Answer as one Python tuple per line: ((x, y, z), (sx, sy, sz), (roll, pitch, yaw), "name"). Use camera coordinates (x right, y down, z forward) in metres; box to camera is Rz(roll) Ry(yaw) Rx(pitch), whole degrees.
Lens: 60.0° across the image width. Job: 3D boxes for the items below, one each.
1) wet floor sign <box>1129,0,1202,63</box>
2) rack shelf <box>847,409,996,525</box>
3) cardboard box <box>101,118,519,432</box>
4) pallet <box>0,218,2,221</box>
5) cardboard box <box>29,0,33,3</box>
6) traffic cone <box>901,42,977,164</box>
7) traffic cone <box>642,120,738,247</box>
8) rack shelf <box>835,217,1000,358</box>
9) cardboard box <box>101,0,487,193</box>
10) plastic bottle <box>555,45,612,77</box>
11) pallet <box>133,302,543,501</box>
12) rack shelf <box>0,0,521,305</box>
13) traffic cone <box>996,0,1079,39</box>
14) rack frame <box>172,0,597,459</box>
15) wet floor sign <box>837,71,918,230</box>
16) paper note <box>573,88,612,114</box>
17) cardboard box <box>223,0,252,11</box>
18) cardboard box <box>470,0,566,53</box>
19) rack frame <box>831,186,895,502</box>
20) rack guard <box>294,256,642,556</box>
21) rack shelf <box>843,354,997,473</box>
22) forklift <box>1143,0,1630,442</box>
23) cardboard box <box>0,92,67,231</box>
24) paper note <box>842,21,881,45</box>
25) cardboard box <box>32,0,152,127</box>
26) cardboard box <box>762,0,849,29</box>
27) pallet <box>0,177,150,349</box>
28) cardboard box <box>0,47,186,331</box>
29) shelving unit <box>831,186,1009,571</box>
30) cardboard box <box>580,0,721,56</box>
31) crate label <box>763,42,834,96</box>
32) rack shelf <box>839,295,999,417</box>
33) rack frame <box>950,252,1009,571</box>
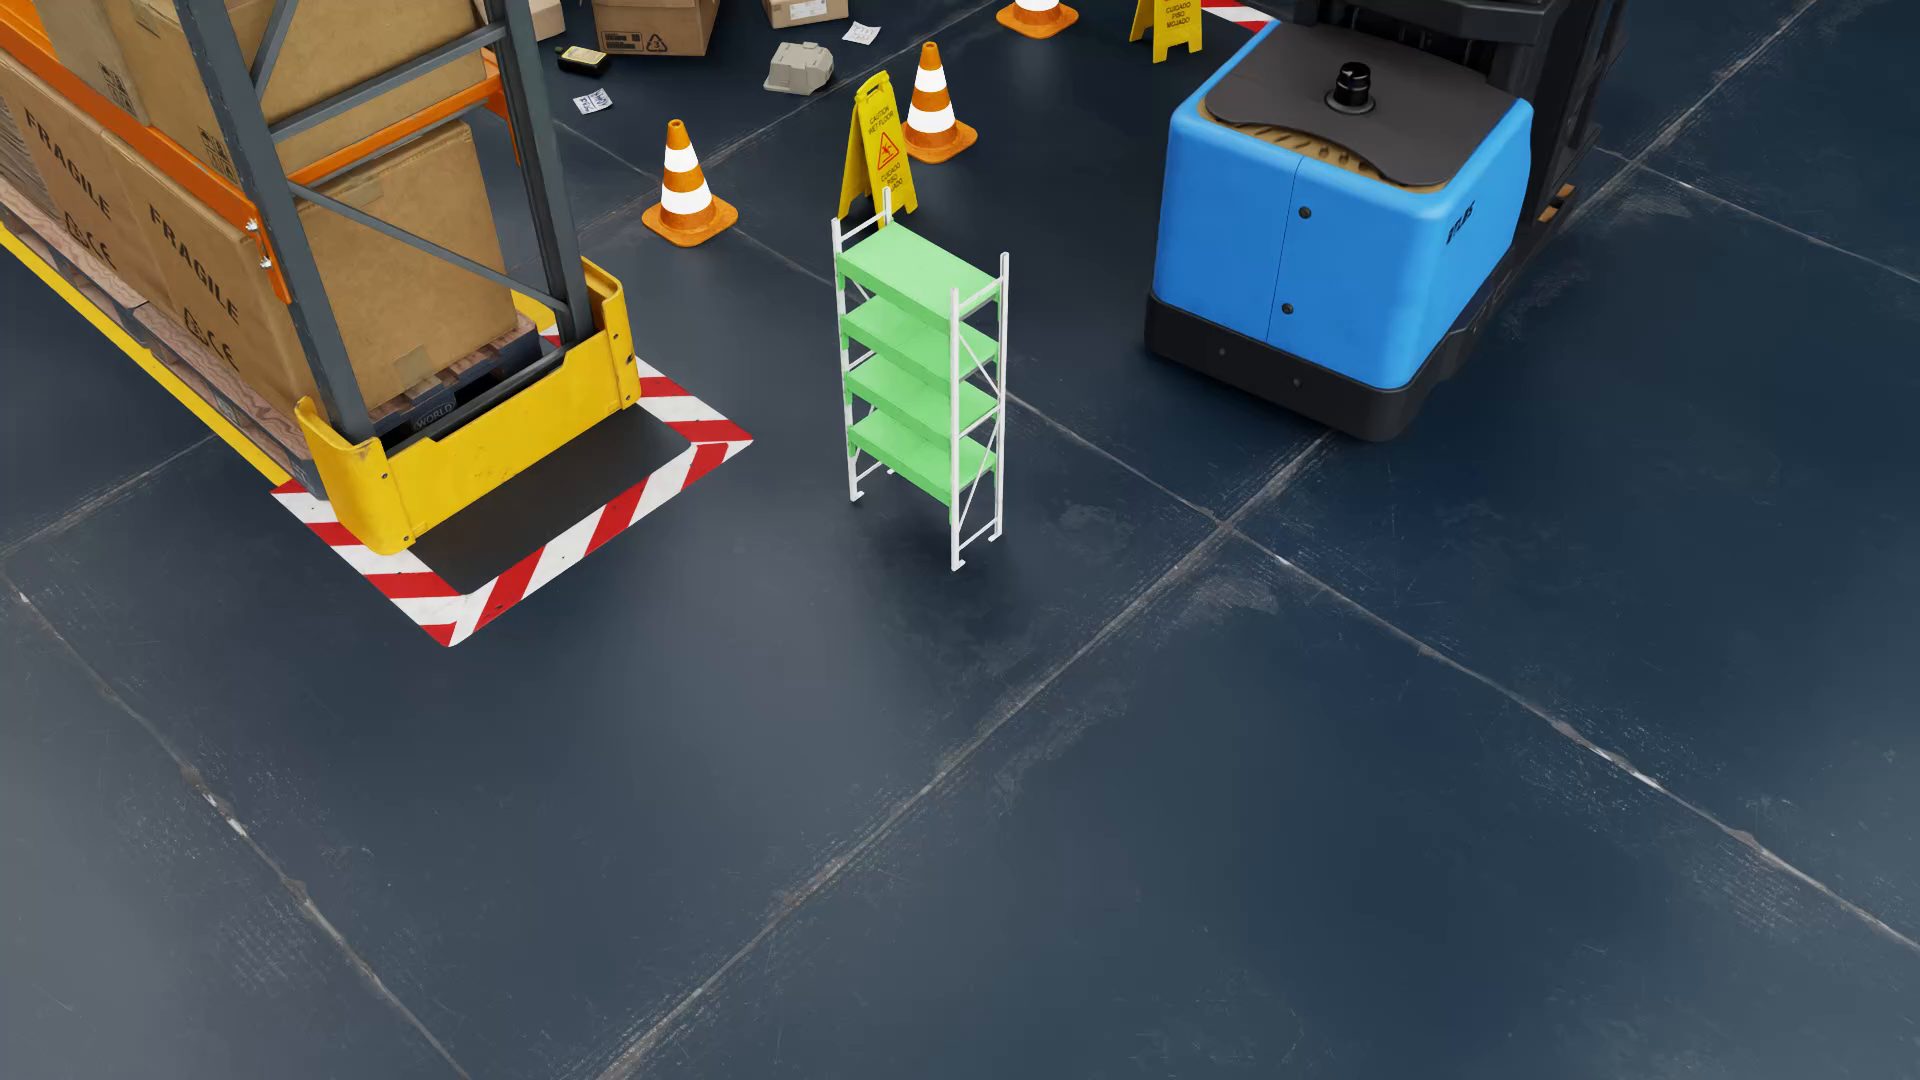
((0.984, -2.592, 7.741), (0.267, 0.644, 0.232), (-21, 50, -18), "wet floor sign")
((-0.122, -0.285, 5.611), (0.480, 0.148, 0.258), (34, 55, 28), "rack shelf")
((-2.256, -1.080, 5.876), (0.875, 0.875, 0.875), (34, 56, 28), "cardboard box")
((-4.147, -1.969, 7.454), (1.213, 0.211, 1.003), (34, 55, 28), "pallet")
((-2.762, -2.178, 5.635), (0.550, 0.550, 0.875), (34, 55, 28), "cardboard box")
((-0.124, -1.956, 7.269), (0.334, 0.463, 0.336), (34, 55, 28), "traffic cone")
((-1.140, -1.518, 6.858), (0.334, 0.463, 0.336), (34, 55, 28), "traffic cone")
((-0.122, -0.777, 5.086), (0.480, 0.148, 0.258), (34, 55, 28), "rack shelf")
((-2.016, -1.574, 5.067), (0.550, 0.550, 0.875), (34, 55, 28), "cardboard box")
((-1.798, -2.262, 7.832), (0.283, 0.061, 0.133), (17, 49, 15), "plastic bottle")
((-2.354, -0.762, 6.321), (1.213, 0.211, 1.003), (34, 55, 28), "pallet")
((-3.183, -2.106, 6.163), (4.000, 0.370, 1.077), (34, 55, 28), "rack shelf")
((0.379, -2.718, 7.985), (0.334, 0.463, 0.336), (34, 55, 28), "traffic cone")
((-1.713, -1.364, 4.973), (0.127, 3.000, 1.000), (34, 55, 28), "rack frame")
((-0.349, -1.604, 6.813), (0.232, 0.644, 0.267), (25, 52, 22), "wet floor sign")
((-1.683, -2.011, 7.618), (0.144, 0.017, 0.142), (-21, 50, -18), "paper note")
((-1.959, -1.989, 4.716), (0.550, 0.550, 0.875), (34, 55, 28), "cardboard box")
((-2.140, -2.542, 7.955), (0.396, 0.266, 0.258), (-29, 53, -25), "cardboard box")
((-0.301, -0.613, 5.503), (0.015, 1.200, 0.240), (34, 55, 28), "rack frame")
((-1.695, -0.496, 5.873), (0.348, 0.500, 1.175), (34, 55, 28), "rack guard")
((-0.122, -0.449, 5.436), (0.480, 0.148, 0.258), (34, 55, 28), "rack shelf")
((1.946, -2.404, 5.996), (1.130, 2.935, 3.031), (26, 52, 23), "forklift")
((-3.573, -1.966, 6.707), (0.875, 0.875, 0.875), (34, 56, 28), "cardboard box")
((-0.475, -2.450, 8.029), (0.142, 0.019, 0.148), (17, 49, 15), "paper note")
((-2.435, -1.834, 5.312), (0.550, 0.550, 0.875), (34, 55, 28), "cardboard box")
((-0.763, -2.655, 8.141), (0.380, 0.149, 0.250), (-13, 48, -12), "cardboard box")
((-3.246, -1.366, 6.888), (1.213, 0.211, 1.003), (34, 55, 28), "pallet")
((-2.904, -1.514, 6.283), (0.875, 0.875, 0.875), (33, 55, 27), "cardboard box")
((-0.122, -0.493, 5.389), (0.503, 1.200, 0.258), (34, 55, 28), "shelving unit")
((-1.438, -2.723, 7.962), (0.637, 0.503, 0.797), (2, 47, 2), "cardboard box")
((-0.744, -2.200, 7.721), (0.298, 0.136, 0.250), (9, 48, 9), "crate label")
((-0.122, -0.613, 5.261), (0.480, 0.148, 0.258), (34, 55, 28), "rack shelf")
((0.058, -0.372, 5.276), (0.015, 1.200, 0.240), (34, 55, 28), "rack frame")
